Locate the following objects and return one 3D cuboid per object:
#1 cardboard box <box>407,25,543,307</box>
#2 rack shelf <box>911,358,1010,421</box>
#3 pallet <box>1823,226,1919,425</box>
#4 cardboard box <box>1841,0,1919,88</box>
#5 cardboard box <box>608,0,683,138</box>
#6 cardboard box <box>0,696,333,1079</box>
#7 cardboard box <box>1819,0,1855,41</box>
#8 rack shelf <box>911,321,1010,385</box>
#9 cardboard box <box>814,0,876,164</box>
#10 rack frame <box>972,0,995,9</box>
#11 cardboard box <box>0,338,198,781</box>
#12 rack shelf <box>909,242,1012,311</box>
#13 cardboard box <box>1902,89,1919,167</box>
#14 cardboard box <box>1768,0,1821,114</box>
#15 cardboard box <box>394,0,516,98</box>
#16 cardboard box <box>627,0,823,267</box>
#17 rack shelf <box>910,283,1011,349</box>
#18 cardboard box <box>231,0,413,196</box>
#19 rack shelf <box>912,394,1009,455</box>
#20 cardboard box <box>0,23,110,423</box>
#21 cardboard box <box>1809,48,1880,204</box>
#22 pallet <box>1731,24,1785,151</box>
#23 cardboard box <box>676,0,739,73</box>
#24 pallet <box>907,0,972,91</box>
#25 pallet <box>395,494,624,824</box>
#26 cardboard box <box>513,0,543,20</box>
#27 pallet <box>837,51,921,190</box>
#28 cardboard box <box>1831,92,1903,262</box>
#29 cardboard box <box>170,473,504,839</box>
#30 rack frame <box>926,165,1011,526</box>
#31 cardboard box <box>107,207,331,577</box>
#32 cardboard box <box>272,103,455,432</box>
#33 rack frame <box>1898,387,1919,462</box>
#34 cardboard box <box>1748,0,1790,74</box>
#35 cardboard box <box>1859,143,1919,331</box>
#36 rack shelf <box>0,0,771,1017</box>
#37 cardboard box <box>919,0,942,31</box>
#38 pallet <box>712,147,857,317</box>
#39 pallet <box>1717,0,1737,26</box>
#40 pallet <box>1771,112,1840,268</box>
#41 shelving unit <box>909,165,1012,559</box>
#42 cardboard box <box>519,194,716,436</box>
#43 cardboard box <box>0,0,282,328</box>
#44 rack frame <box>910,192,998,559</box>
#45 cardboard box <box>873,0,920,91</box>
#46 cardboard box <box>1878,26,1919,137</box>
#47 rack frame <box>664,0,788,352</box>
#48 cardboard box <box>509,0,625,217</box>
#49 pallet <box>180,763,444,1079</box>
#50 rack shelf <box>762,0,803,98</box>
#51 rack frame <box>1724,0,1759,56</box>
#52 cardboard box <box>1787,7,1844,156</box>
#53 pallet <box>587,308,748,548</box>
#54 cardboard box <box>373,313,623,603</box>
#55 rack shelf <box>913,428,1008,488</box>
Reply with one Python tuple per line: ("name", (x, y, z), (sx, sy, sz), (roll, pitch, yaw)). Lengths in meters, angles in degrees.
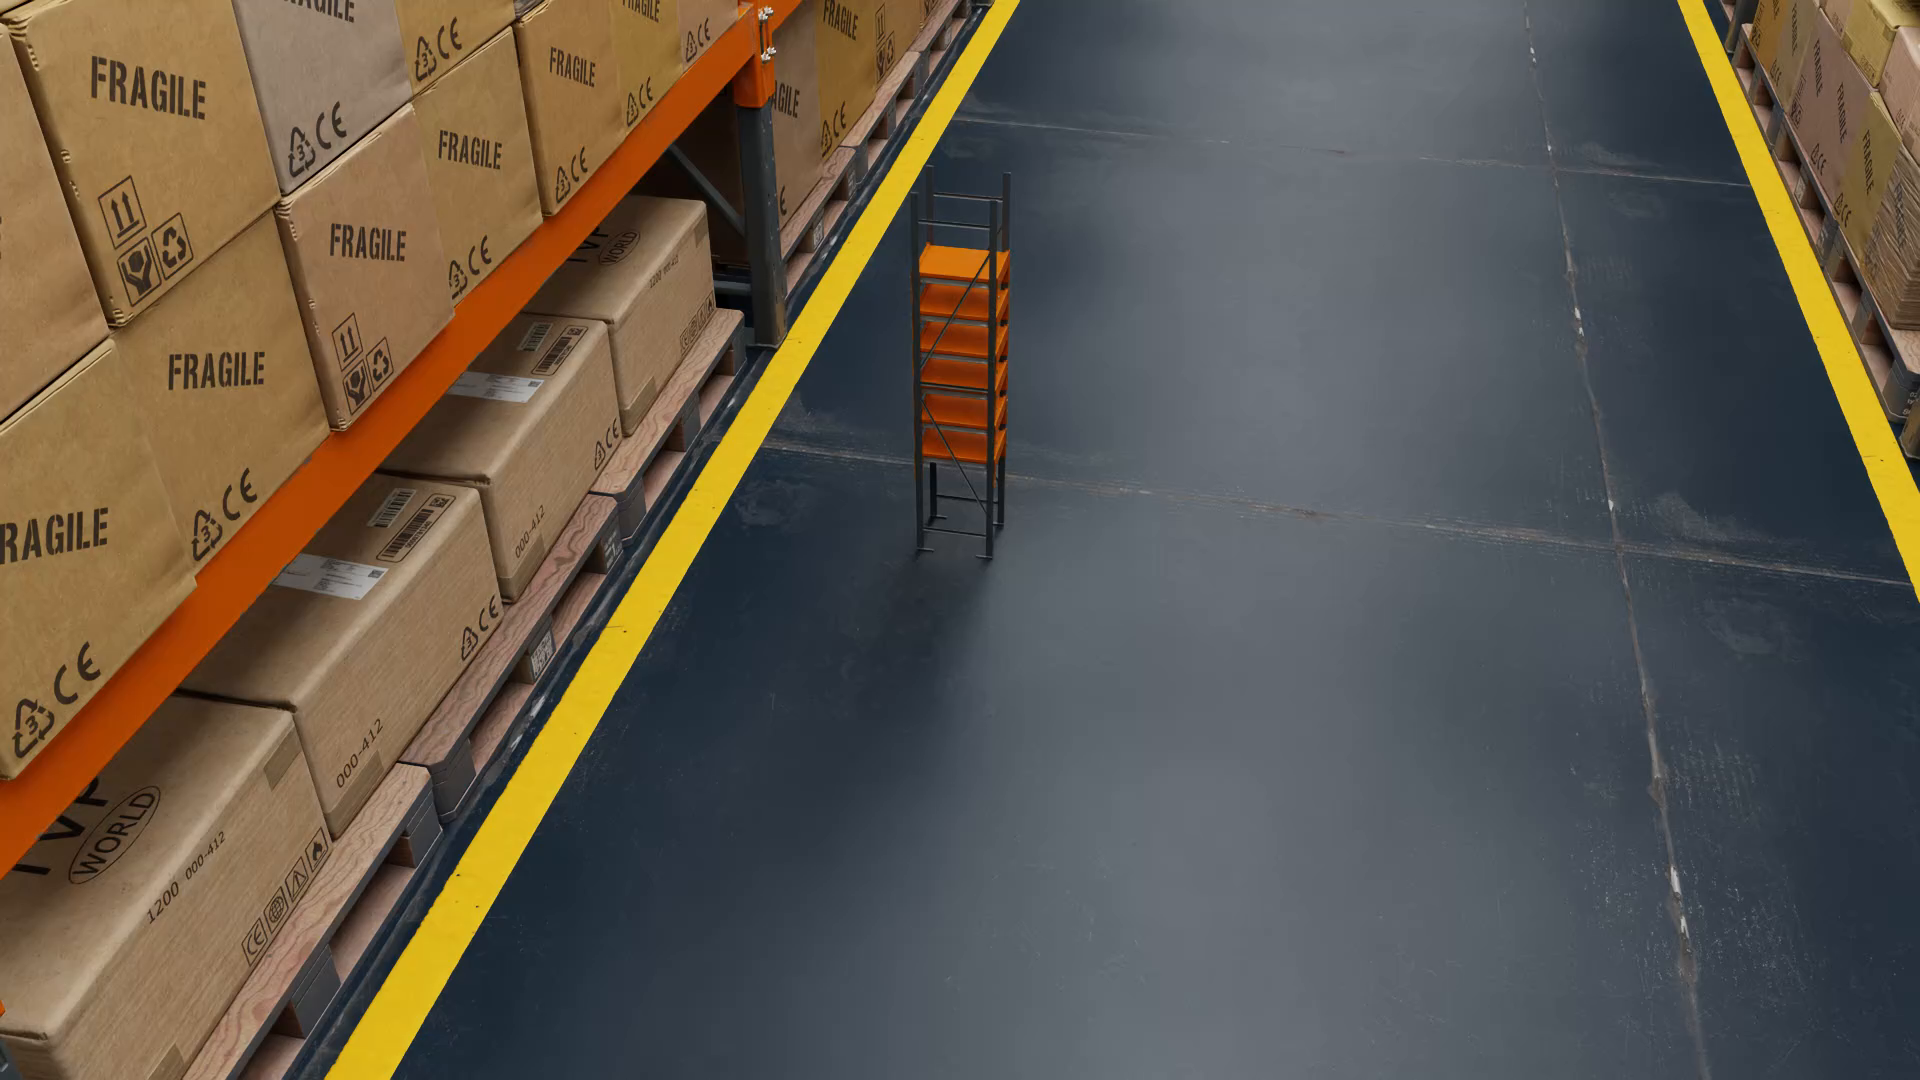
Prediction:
("cardboard box", (-1.331, -0.877, 3.819), (0.500, 0.500, 0.500), (8, 37, 12))
("rack shelf", (0.003, -0.458, 4.935), (0.258, 0.103, 0.180), (7, 37, 10))
("pallet", (3.865, -0.774, 6.138), (1.003, 0.211, 1.213), (7, 37, 10))
("cardboard box", (3.834, -1.974, 6.551), (0.500, 0.250, 0.500), (6, 36, 8))
("cardboard box", (-1.111, -1.466, 4.631), (0.500, 0.500, 0.500), (6, 36, 9))
("cardboard box", (-1.968, 0.751, 3.483), (0.875, 0.438, 0.875), (6, 36, 8))
("cardboard box", (3.944, -2.273, 6.964), (0.500, 0.250, 0.500), (8, 37, 10))
("rack shelf", (0.003, -0.555, 4.865), (0.258, 0.103, 0.180), (7, 37, 10))
("cardboard box", (-0.918, -2.213, 7.200), (0.875, 0.875, 0.875), (8, 37, 11))
("rack frame", (-0.303, -4.312, 8.643), (1.000, 3.000, 0.127), (7, 37, 10))
("cardboard box", (-1.629, -0.005, 2.616), (0.500, 0.500, 0.500), (7, 37, 10))
("rack shelf", (0.003, -0.750, 4.724), (0.258, 0.103, 0.180), (7, 37, 10))
("cardboard box", (3.612, -1.377, 5.726), (0.500, 0.250, 0.500), (6, 36, 9))
("cardboard box", (4.050, -2.245, 7.564), (0.500, 0.500, 0.500), (8, 37, 11))
("cardboard box", (-1.319, -1.290, 3.536), (0.500, 0.500, 0.500), (7, 37, 10))
("cardboard box", (-1.103, -1.694, 6.484), (0.875, 0.875, 0.875), (8, 37, 11))
("rack shelf", (0.003, -0.652, 4.795), (0.258, 0.103, 0.180), (7, 37, 10))
("cardboard box", (-1.425, -1.004, 3.141), (0.500, 0.500, 0.500), (7, 37, 10))
("rack shelf", (0.003, -0.361, 5.006), (0.258, 0.103, 0.180), (7, 37, 10))
("cardboard box", (-1.631, -0.410, 2.323), (0.500, 0.500, 0.500), (7, 36, 9))
("cardboard box", (3.836, -1.658, 6.753), (0.500, 0.500, 0.500), (7, 36, 9))
("pallet", (4.386, -2.173, 8.068), (1.003, 0.211, 1.213), (7, 37, 10))
("cardboard box", (-1.007, -1.761, 5.039), (0.500, 0.500, 0.500), (8, 37, 10))
("pallet", (-0.545, -2.740, 8.851), (1.003, 0.211, 1.213), (7, 37, 10))
("pallet", (-1.654, 0.238, 4.742), (1.003, 0.211, 1.213), (7, 37, 10))
("cardboard box", (-1.204, -1.576, 3.931), (0.500, 0.500, 0.500), (8, 37, 11))
("pallet", (-0.808, -2.043, 7.889), (1.003, 0.211, 1.213), (7, 37, 10))
("cardboard box", (3.722, -1.364, 6.348), (0.500, 0.500, 0.500), (6, 36, 9))
("cardboard box", (-1.781, 0.225, 4.209), (0.875, 0.438, 0.875), (8, 37, 11))
("rack frame", (0.023, -0.547, 4.982), (0.240, 1.200, 0.006), (7, 37, 10))
("cardboard box", (-1.548, -0.299, 3.021), (0.500, 0.500, 0.500), (7, 36, 9))
("cardboard box", (-1.421, -0.588, 3.420), (0.500, 0.500, 0.500), (7, 37, 10))
("rack frame", (3.700, -1.456, 4.703), (1.000, 3.000, 0.127), (7, 37, 10))
("cardboard box", (4.154, -2.534, 7.962), (0.500, 0.500, 0.500), (6, 36, 8))
("cardboard box", (3.612, -1.070, 5.943), (0.500, 0.500, 0.500), (7, 36, 9))
("rack shelf", (-1.584, -0.581, 4.108), (1.077, 0.370, 4.000), (7, 37, 10))
("cardboard box", (-0.531, -3.236, 8.612), (0.875, 0.875, 0.875), (7, 37, 10))
("pallet", (-1.066, -1.342, 6.921), (1.003, 0.211, 1.213), (7, 37, 10))
("pallet", (4.797, -3.063, 9.296), (1.003, 0.211, 1.213), (7, 37, 10))
("pallet", (4.123, -1.475, 7.106), (1.003, 0.211, 1.213), (7, 37, 10))
("shelving unit", (0.003, -0.494, 4.909), (0.258, 1.200, 0.189), (7, 37, 10))
("cardboard box", (-1.396, -0.805, 5.630), (0.875, 0.438, 0.875), (7, 36, 9))
("cardboard box", (-1.527, -0.707, 2.733), (0.500, 0.500, 0.500), (6, 36, 9))
("rack frame", (-0.016, -0.442, 4.837), (0.240, 1.200, 0.006), (7, 37, 10))
("cardboard box", (-0.726, -2.725, 7.907), (0.875, 0.875, 0.875), (8, 37, 11))
("cardboard box", (3.735, -1.669, 6.131), (0.500, 0.250, 0.500), (9, 37, 12))
("rack frame", (-1.157, -2.019, 5.479), (1.000, 3.000, 0.127), (7, 37, 10))
("cardboard box", (-1.204, -1.176, 4.231), (0.500, 0.500, 0.500), (7, 36, 9))
("pallet", (-1.917, 0.935, 3.780), (1.003, 0.211, 1.213), (7, 37, 10))
("rack shelf", (-0.730, -2.874, 7.273), (1.077, 0.370, 4.000), (7, 37, 10))
("rack frame", (4.555, -3.749, 7.867), (1.000, 3.000, 0.127), (7, 37, 10))
("cardboard box", (3.945, -1.950, 7.157), (0.500, 0.500, 0.500), (6, 36, 9))
("pallet", (-1.396, -0.464, 5.710), (1.003, 0.211, 1.213), (7, 37, 10))
("cardboard box", (-1.587, -0.292, 4.922), (0.875, 0.438, 0.875), (6, 36, 9))
("rack shelf", (0.003, -0.264, 5.076), (0.258, 0.103, 0.180), (7, 37, 10))
